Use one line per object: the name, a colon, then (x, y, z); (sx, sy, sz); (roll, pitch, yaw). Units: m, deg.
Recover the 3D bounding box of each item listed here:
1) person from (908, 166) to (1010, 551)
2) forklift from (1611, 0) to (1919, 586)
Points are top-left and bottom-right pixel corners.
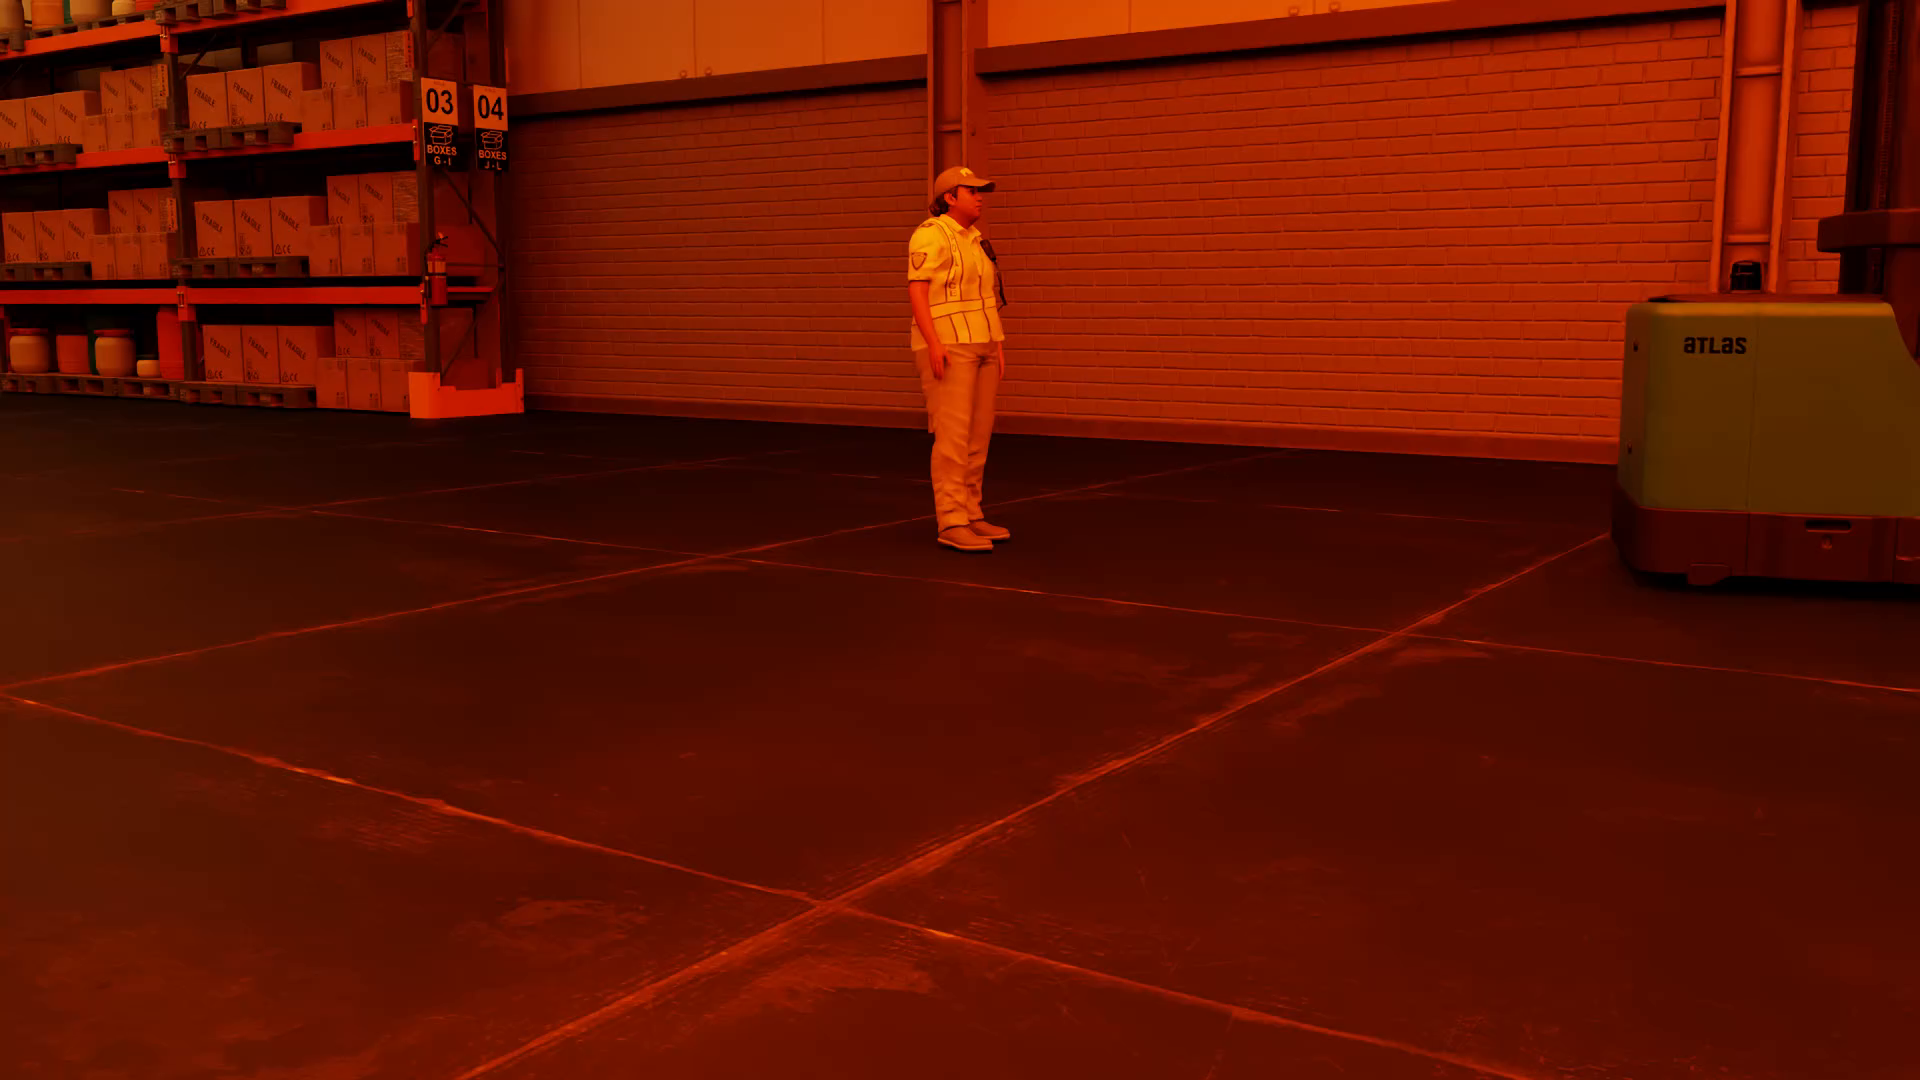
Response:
person: (0.051, -0.823, 7.424); (0.529, 1.670, 0.598); (5, 10, 34)
forklift: (4.137, -1.272, 6.135); (3.031, 2.935, 1.130); (2, 8, 16)
